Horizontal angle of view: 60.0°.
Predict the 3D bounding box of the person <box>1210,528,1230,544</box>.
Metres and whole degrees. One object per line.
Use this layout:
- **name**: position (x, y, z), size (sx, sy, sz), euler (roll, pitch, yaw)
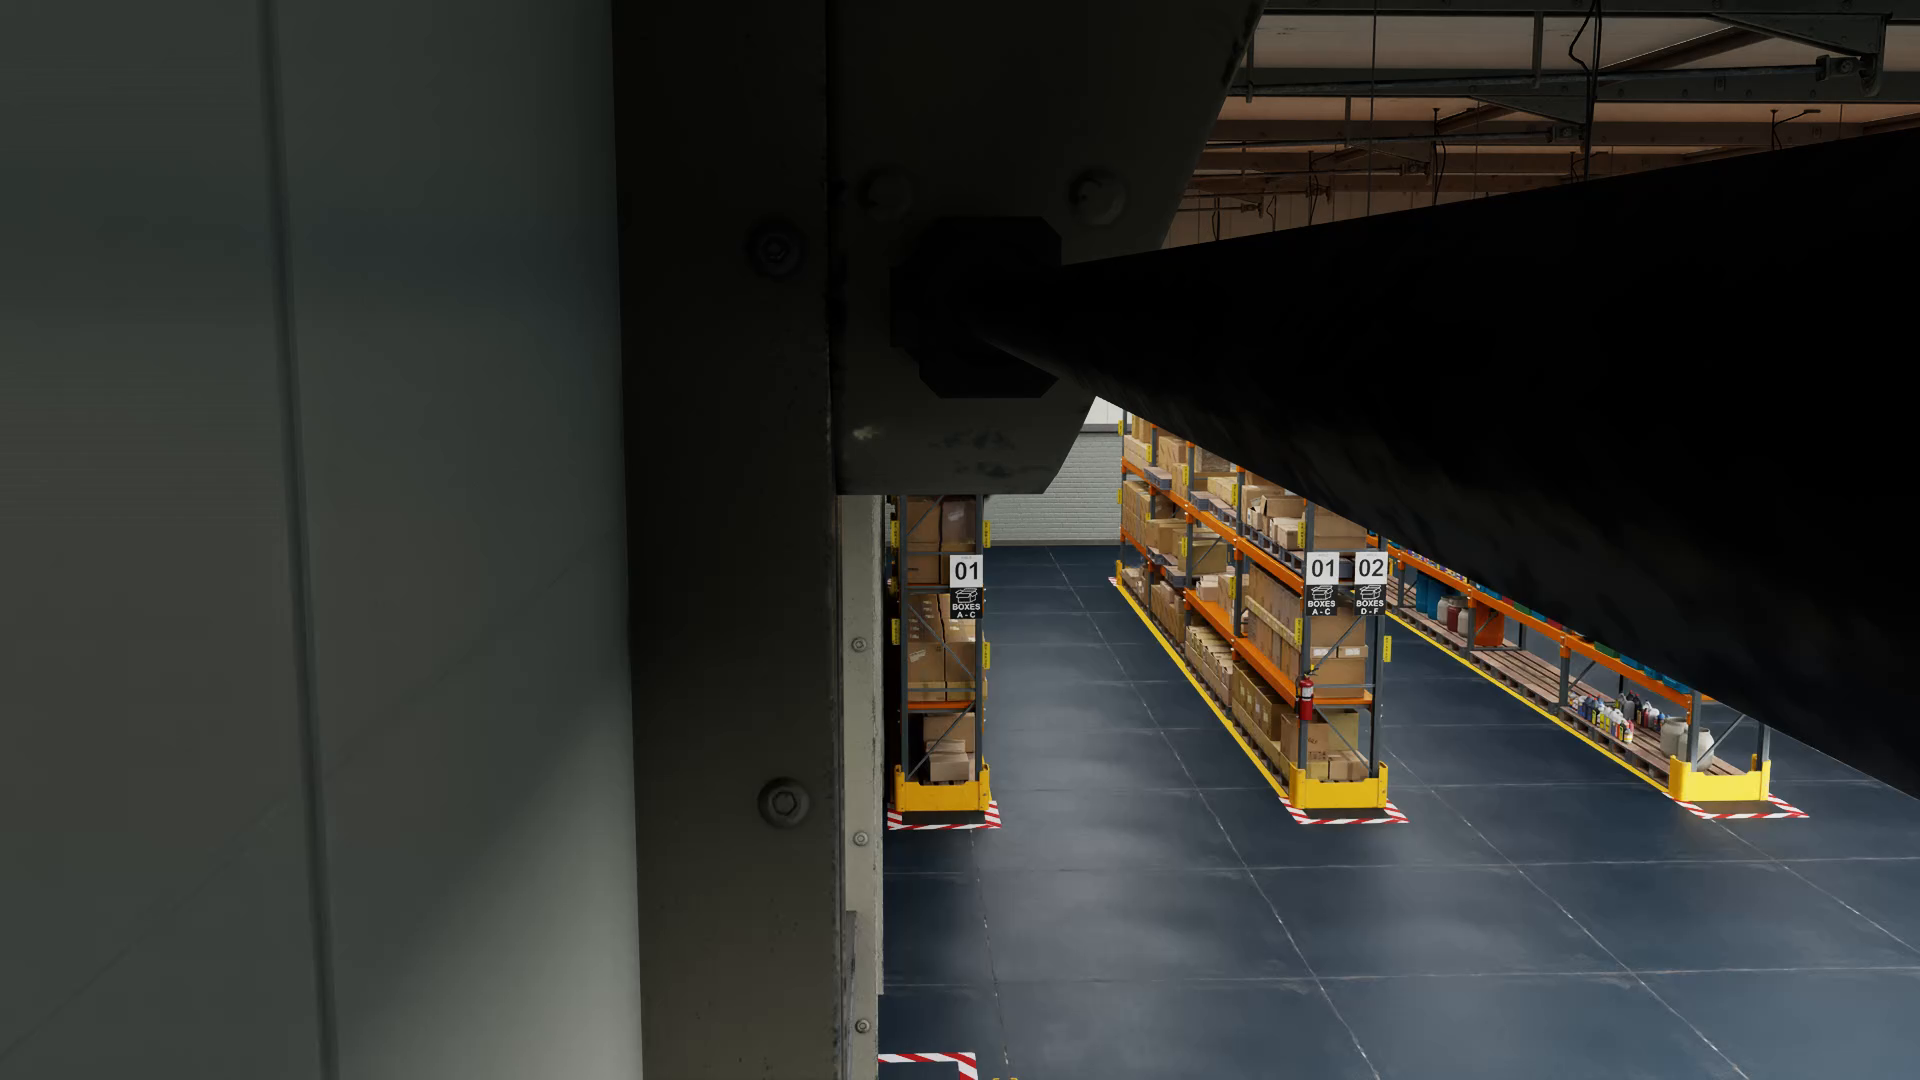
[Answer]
- **person**: position (5.687, 0.147, 36.606), size (0.614, 1.637, 0.594), euler (-8, 12, -44)
